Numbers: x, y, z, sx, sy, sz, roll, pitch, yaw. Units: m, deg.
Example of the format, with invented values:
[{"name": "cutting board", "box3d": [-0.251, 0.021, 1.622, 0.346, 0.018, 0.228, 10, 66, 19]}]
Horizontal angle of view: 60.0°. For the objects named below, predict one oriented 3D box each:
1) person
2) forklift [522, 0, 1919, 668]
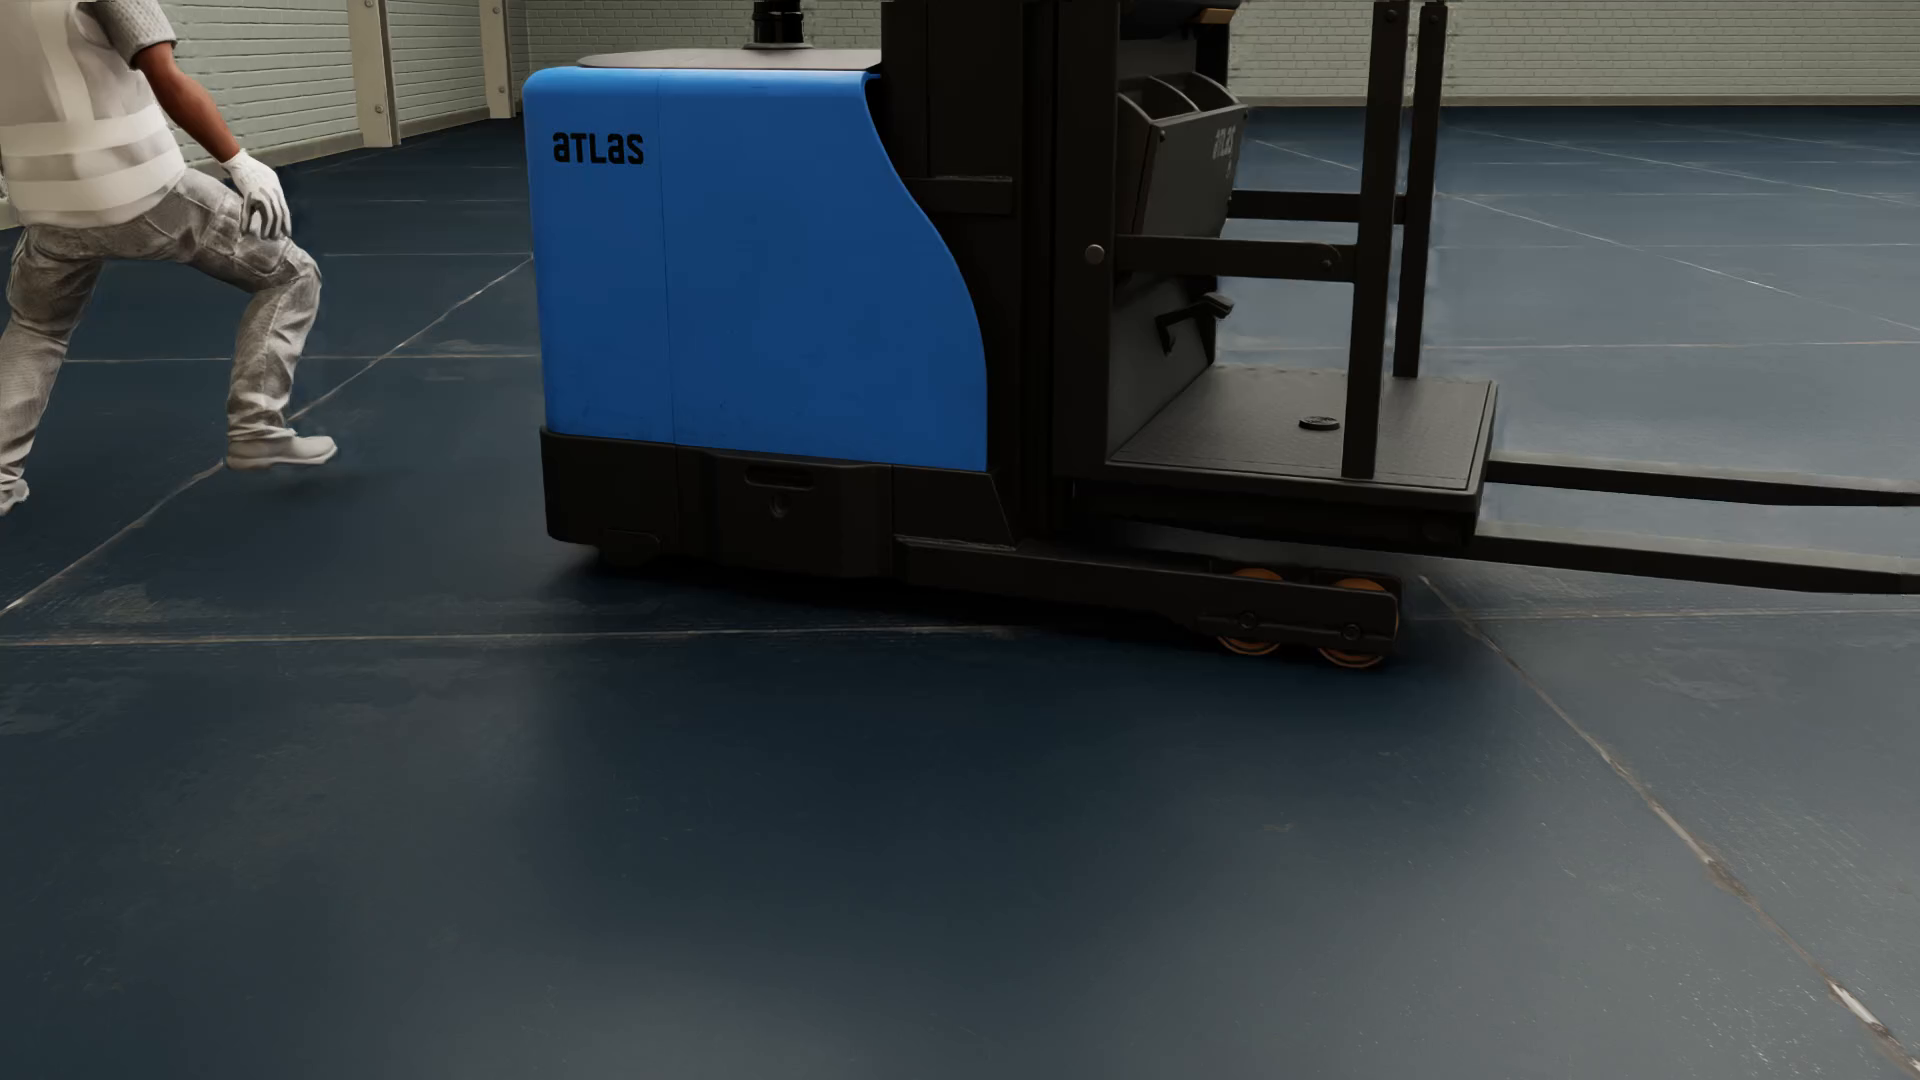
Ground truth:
[{"name": "person", "box3d": [-2.114, -0.894, 4.067, 1.014, 1.645, 0.660, 6, 18, 18]}, {"name": "forklift", "box3d": [0.647, -1.335, 3.273, 3.031, 2.935, 1.130, 6, 18, 18]}]
